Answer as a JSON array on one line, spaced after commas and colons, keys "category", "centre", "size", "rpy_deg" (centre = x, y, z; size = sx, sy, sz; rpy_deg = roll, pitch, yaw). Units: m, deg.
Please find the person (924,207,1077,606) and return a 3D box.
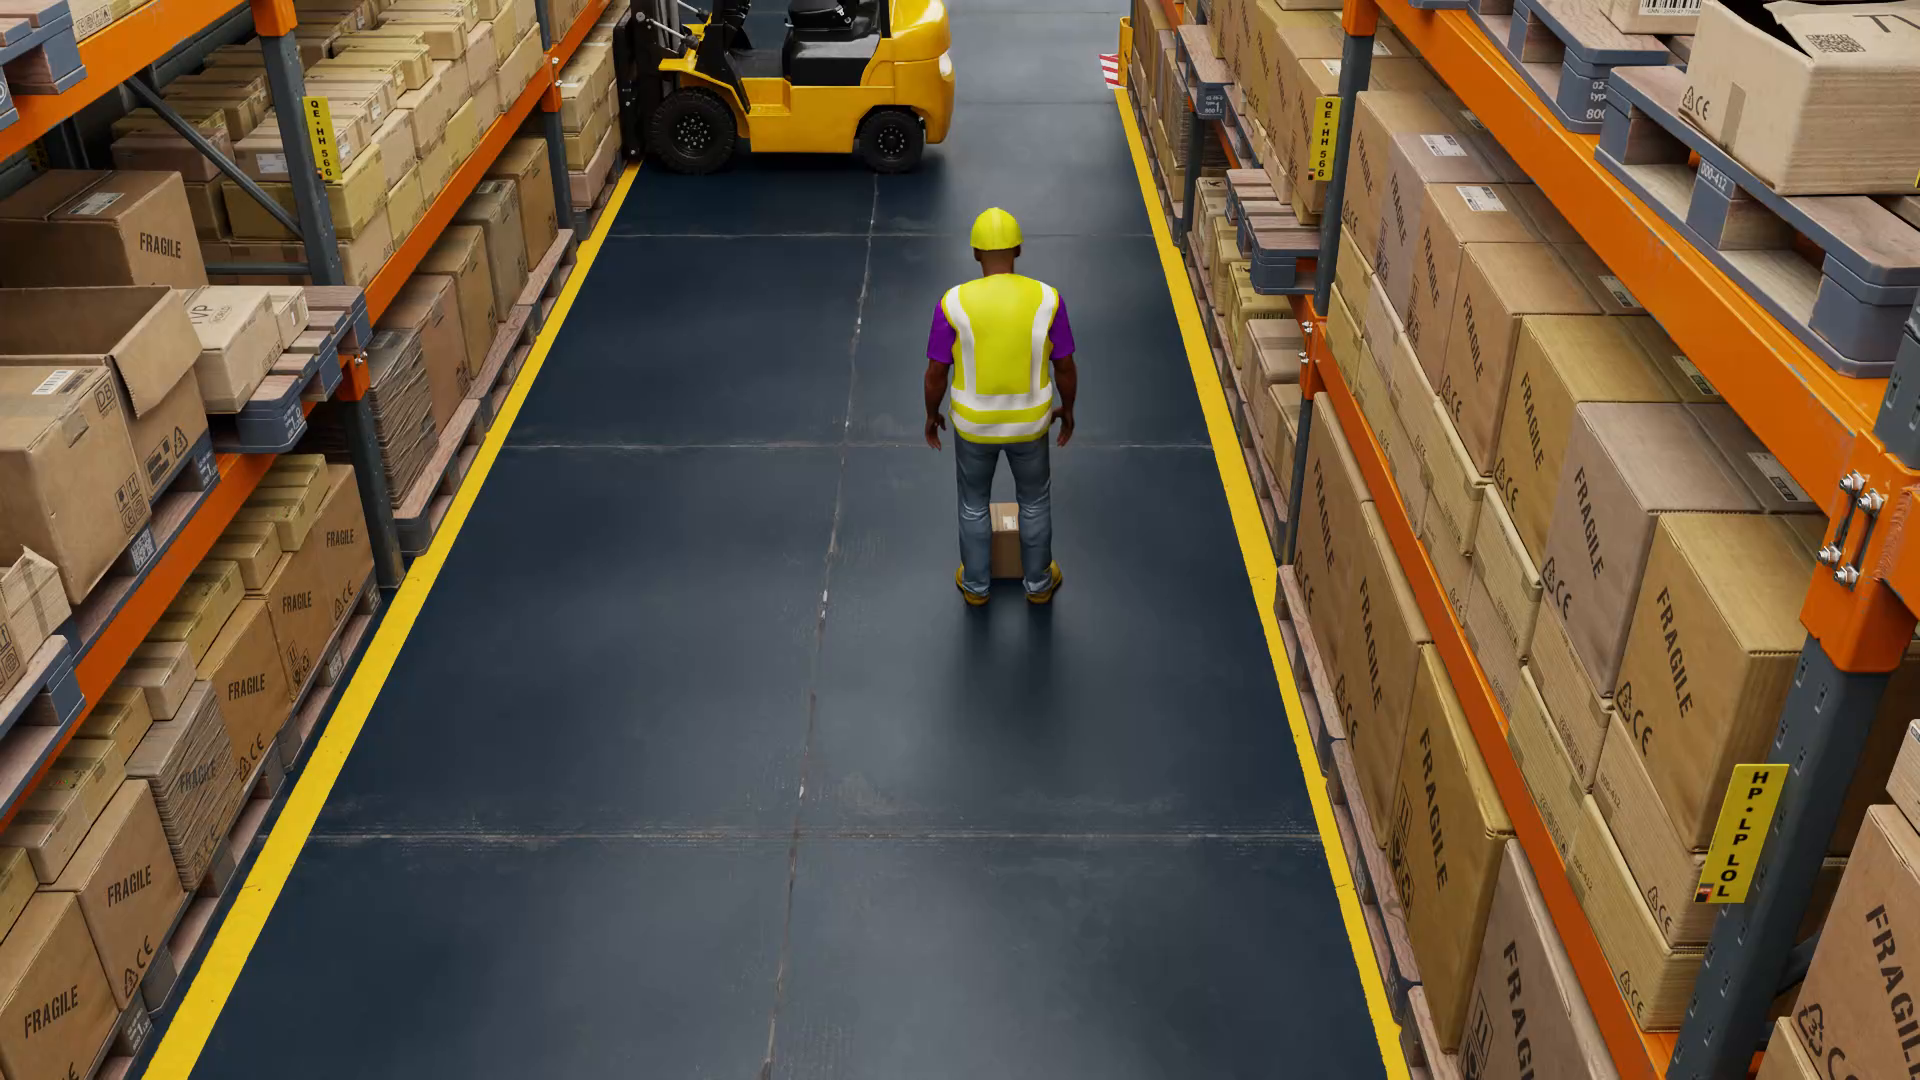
[{"category": "person", "centre": [0.170, -0.525, 6.979], "size": [0.638, 1.761, 0.457], "rpy_deg": [-1, 31, -2]}]
